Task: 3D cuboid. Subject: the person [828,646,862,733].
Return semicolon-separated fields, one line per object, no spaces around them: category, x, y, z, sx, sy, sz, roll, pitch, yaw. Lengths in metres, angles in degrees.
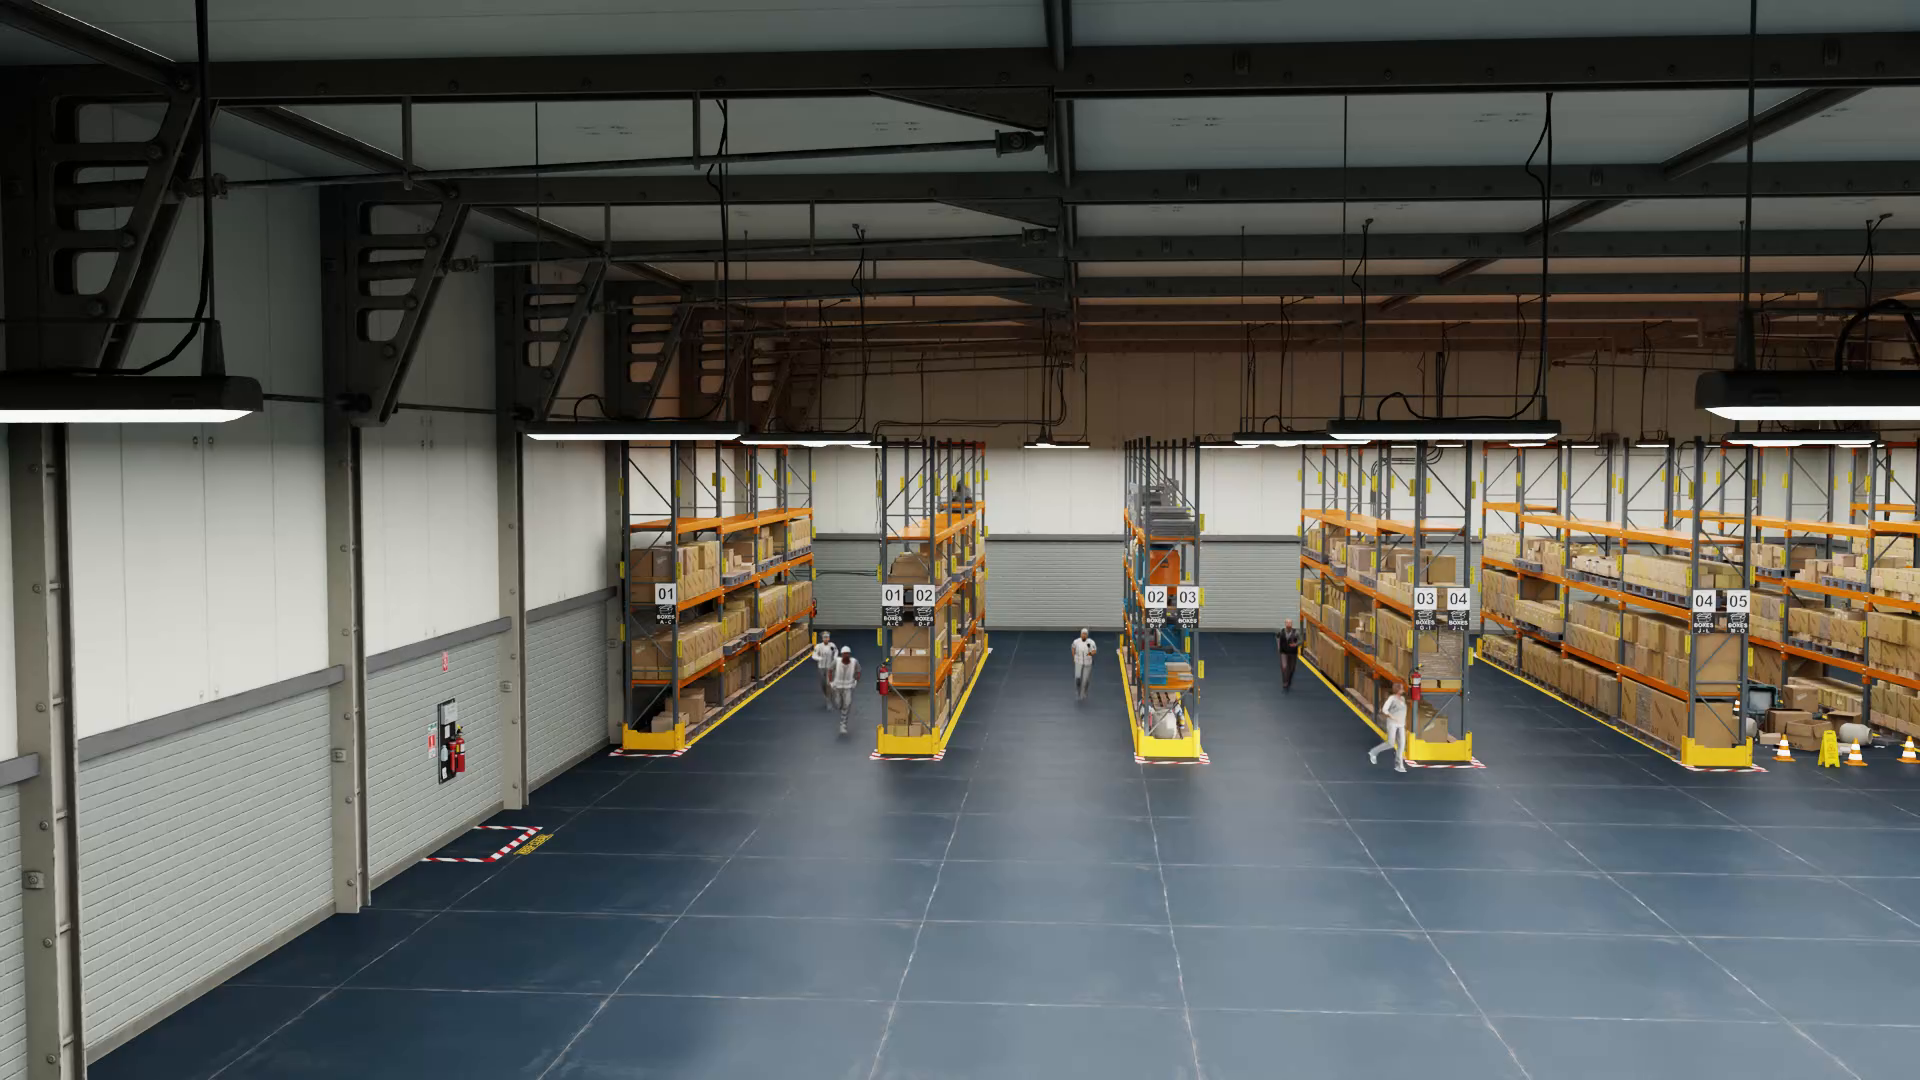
person;-2.369;3.042;34.213;0.688;1.758;0.891;0;3;-1

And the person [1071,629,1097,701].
person;2.849;2.865;38.177;0.590;1.670;0.718;0;3;4

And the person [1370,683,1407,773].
person;7.830;3.341;29.864;0.601;1.549;0.826;-2;4;-35

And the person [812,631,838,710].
person;-3.026;2.896;37.274;0.576;1.739;0.996;0;3;-3

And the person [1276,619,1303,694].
person;7.861;2.750;39.684;0.623;1.753;1.080;0;3;5
